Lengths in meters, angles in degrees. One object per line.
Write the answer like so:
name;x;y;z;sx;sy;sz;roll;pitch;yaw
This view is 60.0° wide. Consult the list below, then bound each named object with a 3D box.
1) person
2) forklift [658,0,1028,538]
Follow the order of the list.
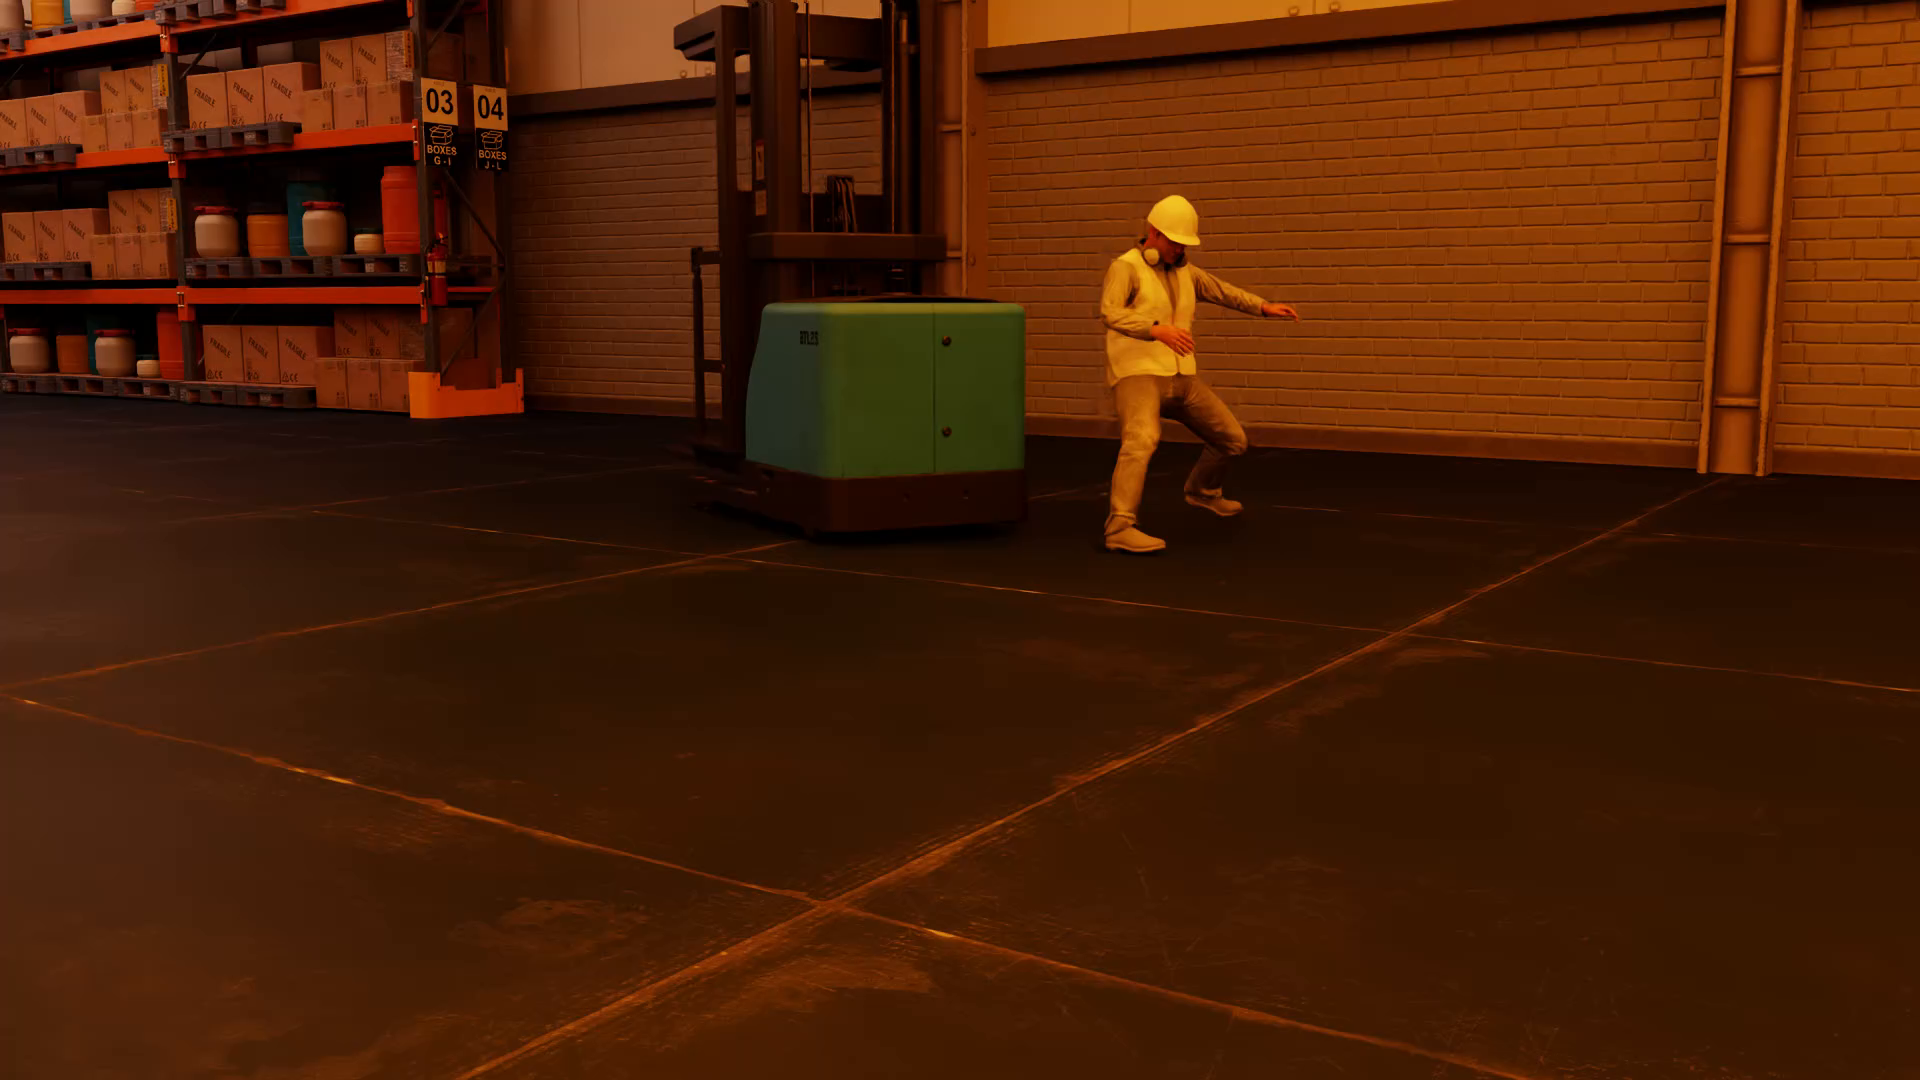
person;1.052;-0.795;7.645;1.296;1.551;0.835;-6;10;-37
forklift;-0.812;-1.630;8.655;1.130;2.935;3.031;-4;9;-27
